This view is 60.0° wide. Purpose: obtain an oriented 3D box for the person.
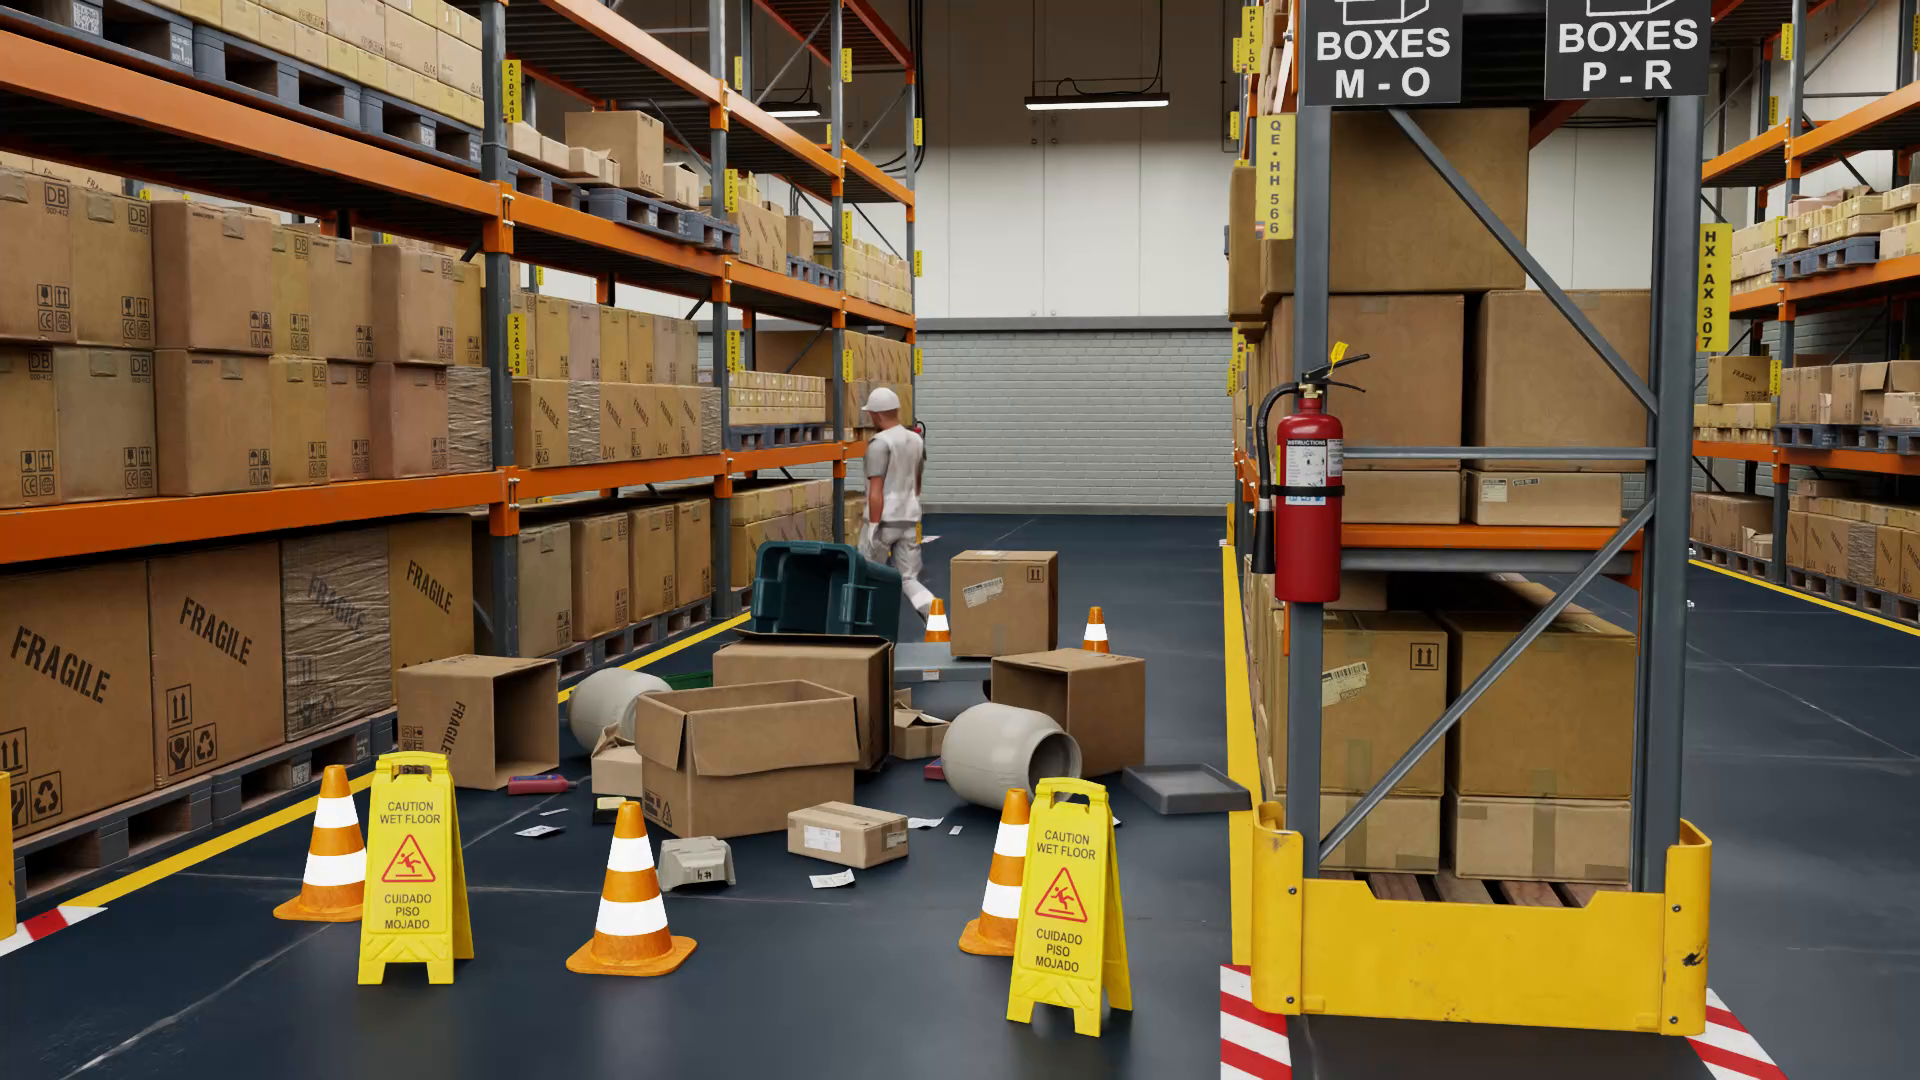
[{"bbox_3d":[-0.428,-0.095,10.763,0.560,1.772,0.897,-4,6,-44],"label":"person"}]
